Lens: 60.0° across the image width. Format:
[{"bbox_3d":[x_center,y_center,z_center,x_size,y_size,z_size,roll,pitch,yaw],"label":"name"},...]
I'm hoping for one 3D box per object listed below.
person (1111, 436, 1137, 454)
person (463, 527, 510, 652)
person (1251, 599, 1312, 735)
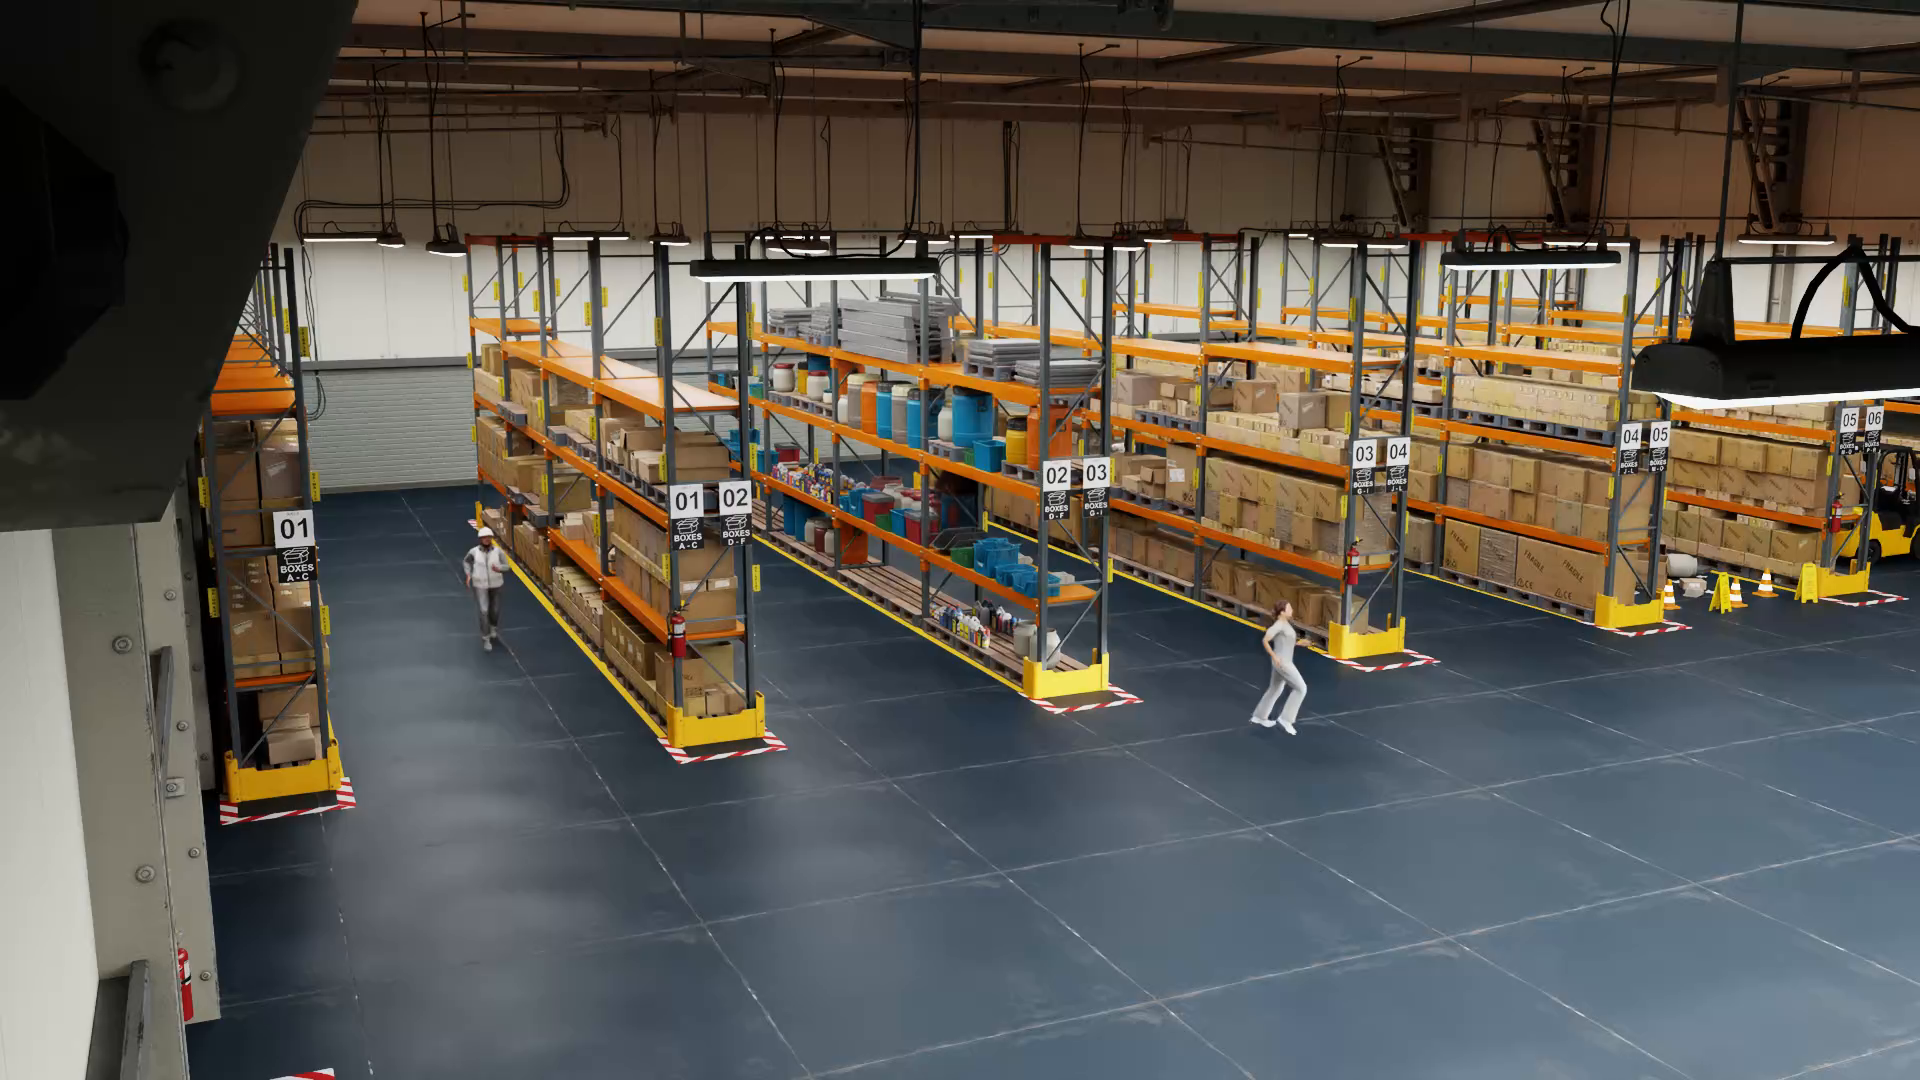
[{"bbox_3d":[3.652,-1.594,37.156,0.590,1.588,0.766,-5,12,-25],"label":"person"},{"bbox_3d":[-7.028,0.691,24.769,0.645,1.785,0.904,-5,12,-23],"label":"person"},{"bbox_3d":[3.997,1.570,20.643,0.721,1.704,0.530,2,11,11],"label":"person"}]
